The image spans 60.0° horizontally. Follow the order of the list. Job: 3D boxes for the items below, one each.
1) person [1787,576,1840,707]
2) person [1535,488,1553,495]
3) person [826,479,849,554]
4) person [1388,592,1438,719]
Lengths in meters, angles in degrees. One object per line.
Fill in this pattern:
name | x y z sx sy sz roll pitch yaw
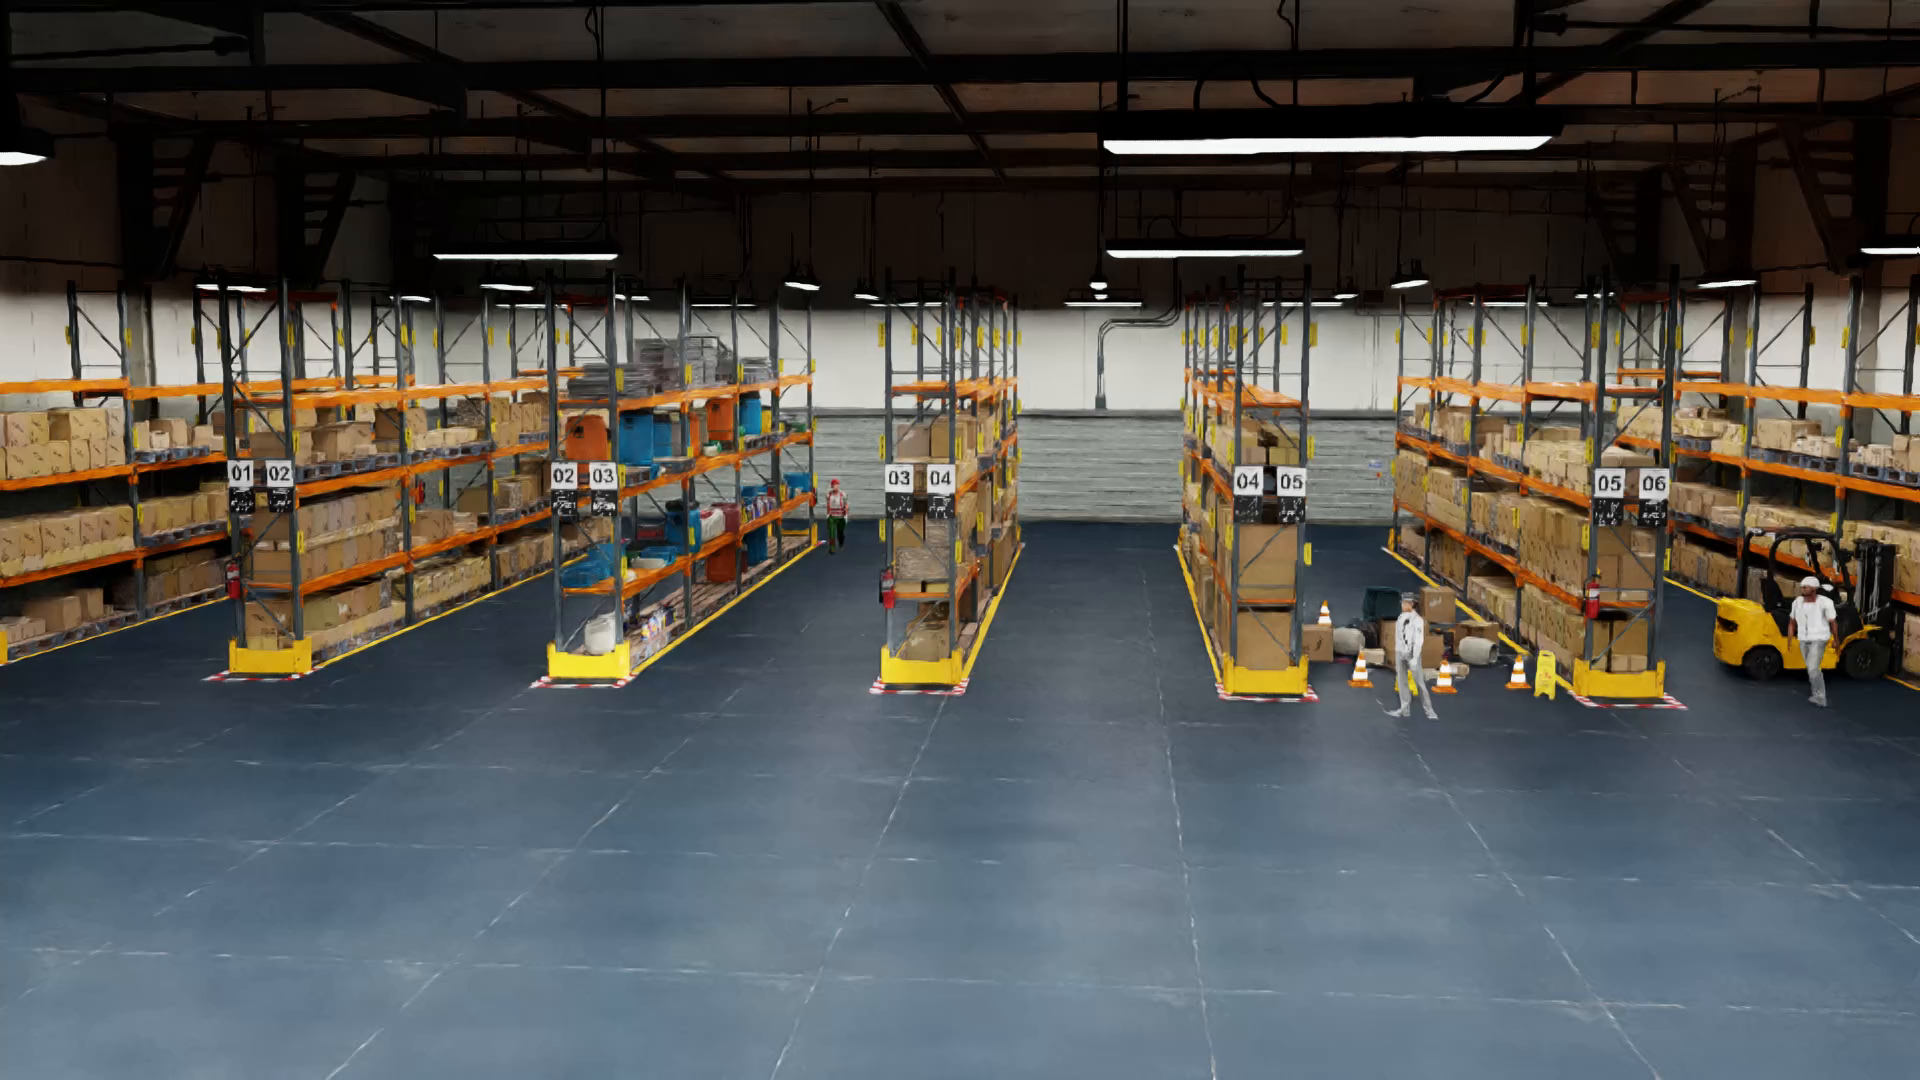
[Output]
person | 11.690 1.359 22.779 0.499 1.750 0.651 -4 8 -29
person | 14.140 -0.776 40.213 0.374 1.783 0.626 -4 8 -28
person | -2.870 -0.568 38.785 0.565 1.736 1.045 1 7 4
person | 6.005 1.523 21.973 0.473 1.666 0.657 -3 8 -23
